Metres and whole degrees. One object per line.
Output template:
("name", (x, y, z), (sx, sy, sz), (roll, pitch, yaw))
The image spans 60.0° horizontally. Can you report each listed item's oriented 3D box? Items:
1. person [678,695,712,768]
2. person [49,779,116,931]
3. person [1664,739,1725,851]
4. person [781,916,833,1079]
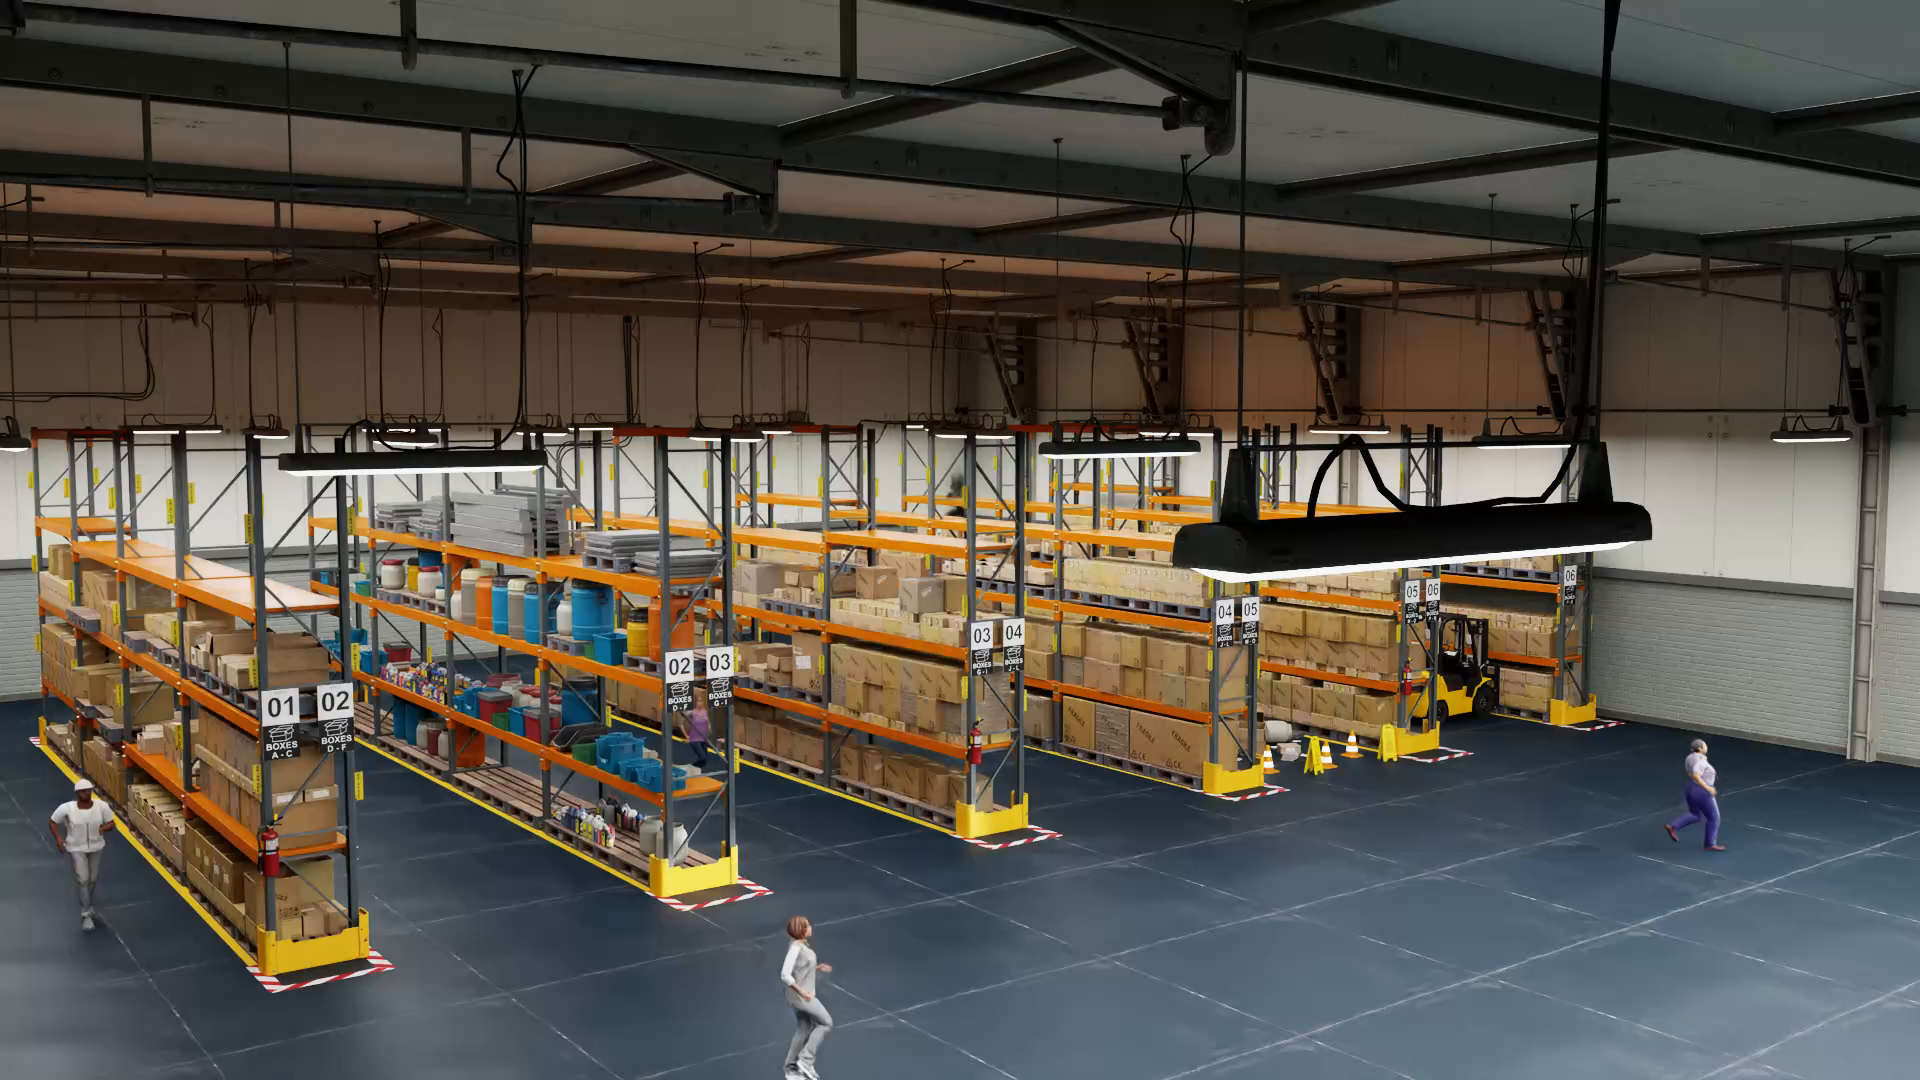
("person", (-4.352, 3.366, 27.753), (0.576, 1.564, 0.518), (4, 6, 40))
("person", (-10.751, 3.824, 20.462), (0.687, 1.793, 0.827), (-4, 6, -43))
("person", (10.589, 3.655, 23.870), (0.800, 1.601, 0.620), (0, 4, 1))
("person", (-1.445, 4.310, 15.662), (0.518, 1.577, 0.517), (-1, 5, -11))
